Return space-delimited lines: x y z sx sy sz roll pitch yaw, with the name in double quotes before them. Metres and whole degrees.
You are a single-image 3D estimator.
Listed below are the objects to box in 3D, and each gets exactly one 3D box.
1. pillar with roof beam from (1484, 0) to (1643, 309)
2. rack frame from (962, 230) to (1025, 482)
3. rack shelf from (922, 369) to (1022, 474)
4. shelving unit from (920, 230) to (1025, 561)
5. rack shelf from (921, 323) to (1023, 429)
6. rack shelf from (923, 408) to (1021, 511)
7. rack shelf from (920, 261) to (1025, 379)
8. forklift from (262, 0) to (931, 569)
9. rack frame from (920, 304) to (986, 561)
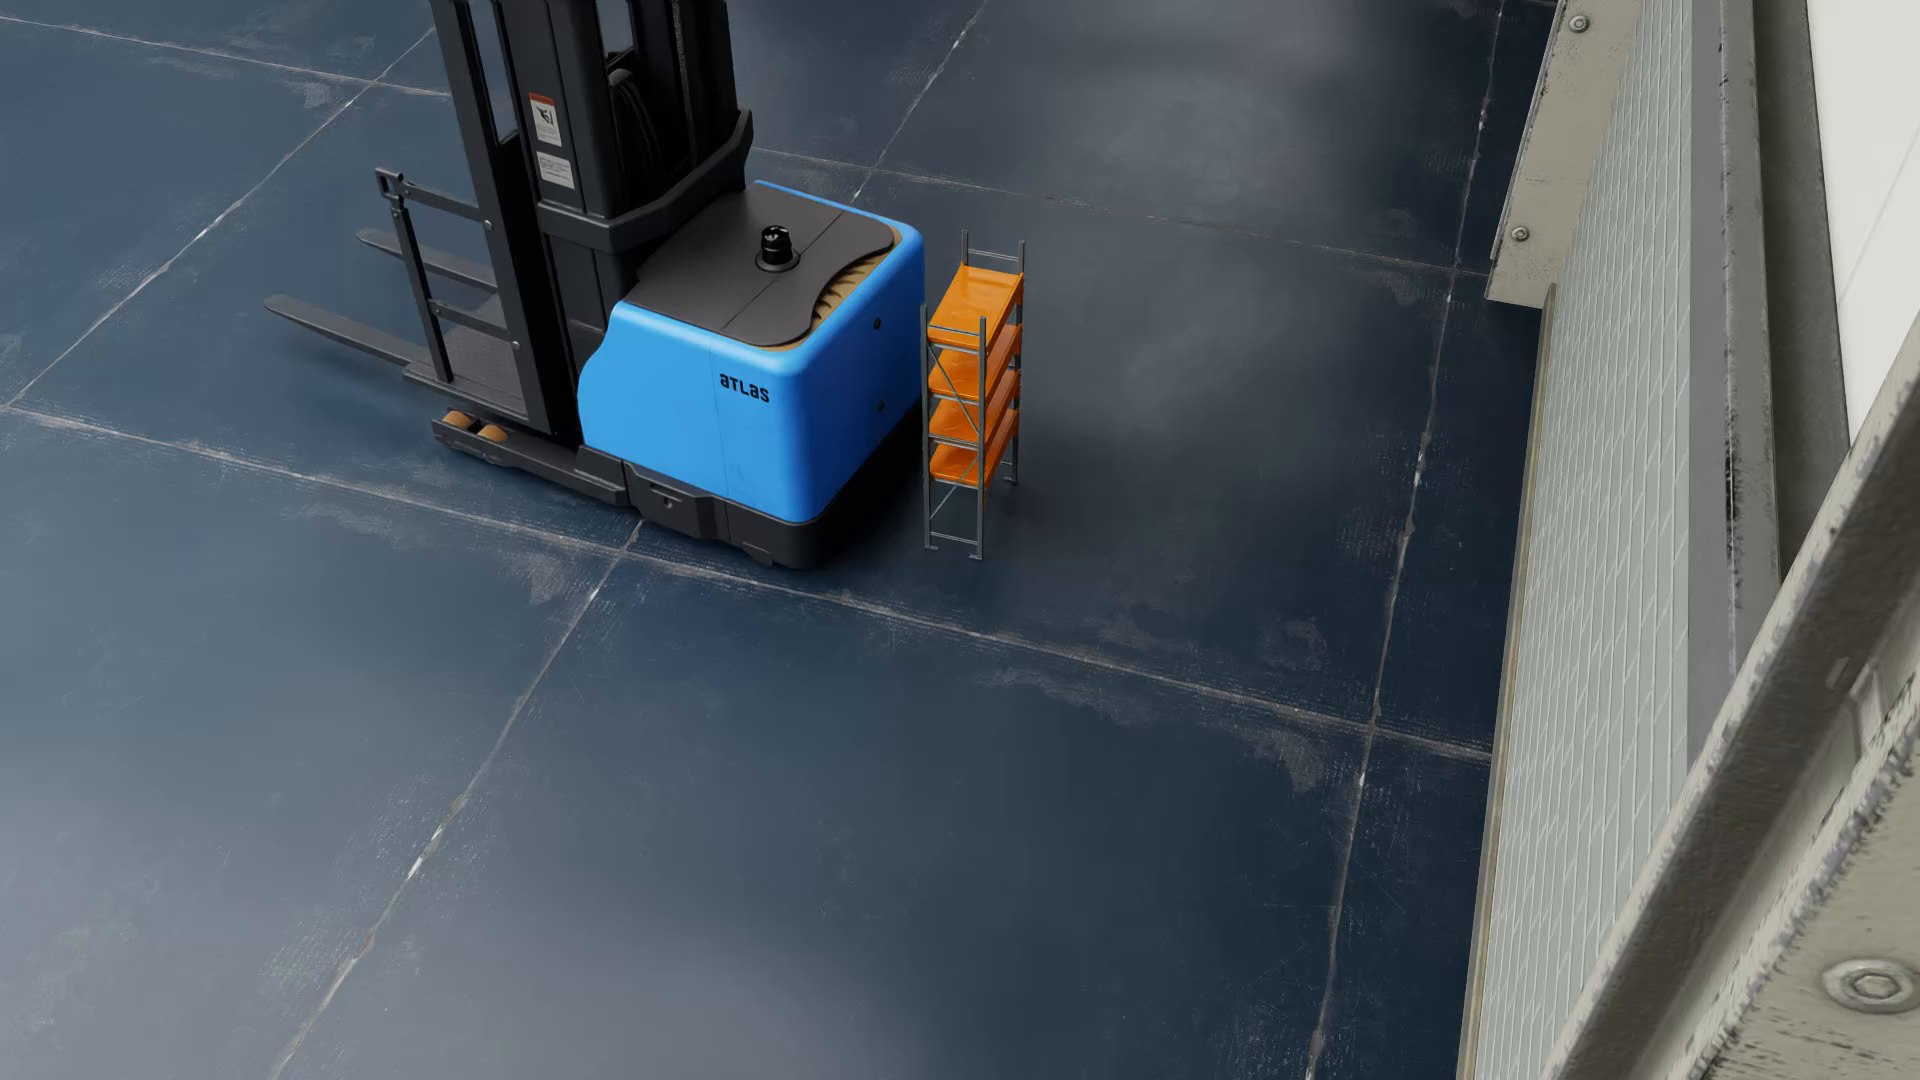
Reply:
"pillar with roof beam" -1.397 -5.379 5.813 9.100 9.000 0.400 13 46 13
"rack frame" 0.124 -0.702 6.609 0.240 1.200 0.015 13 46 13
"rack shelf" 0.050 -0.491 6.490 0.258 0.148 0.480 13 46 13
"shelving unit" 0.050 -0.539 6.443 0.258 1.200 0.503 13 46 13
"rack shelf" 0.050 -0.651 6.334 0.258 0.148 0.480 13 46 13
"rack shelf" 0.050 -0.349 6.629 0.258 0.148 0.480 13 46 13
"rack shelf" 0.050 -0.820 6.168 0.258 0.148 0.480 13 46 13
"forklift" -1.672 -1.675 6.366 3.031 2.935 1.130 20 48 20
"rack frame" -0.024 -0.377 6.277 0.240 1.200 0.015 13 46 13
